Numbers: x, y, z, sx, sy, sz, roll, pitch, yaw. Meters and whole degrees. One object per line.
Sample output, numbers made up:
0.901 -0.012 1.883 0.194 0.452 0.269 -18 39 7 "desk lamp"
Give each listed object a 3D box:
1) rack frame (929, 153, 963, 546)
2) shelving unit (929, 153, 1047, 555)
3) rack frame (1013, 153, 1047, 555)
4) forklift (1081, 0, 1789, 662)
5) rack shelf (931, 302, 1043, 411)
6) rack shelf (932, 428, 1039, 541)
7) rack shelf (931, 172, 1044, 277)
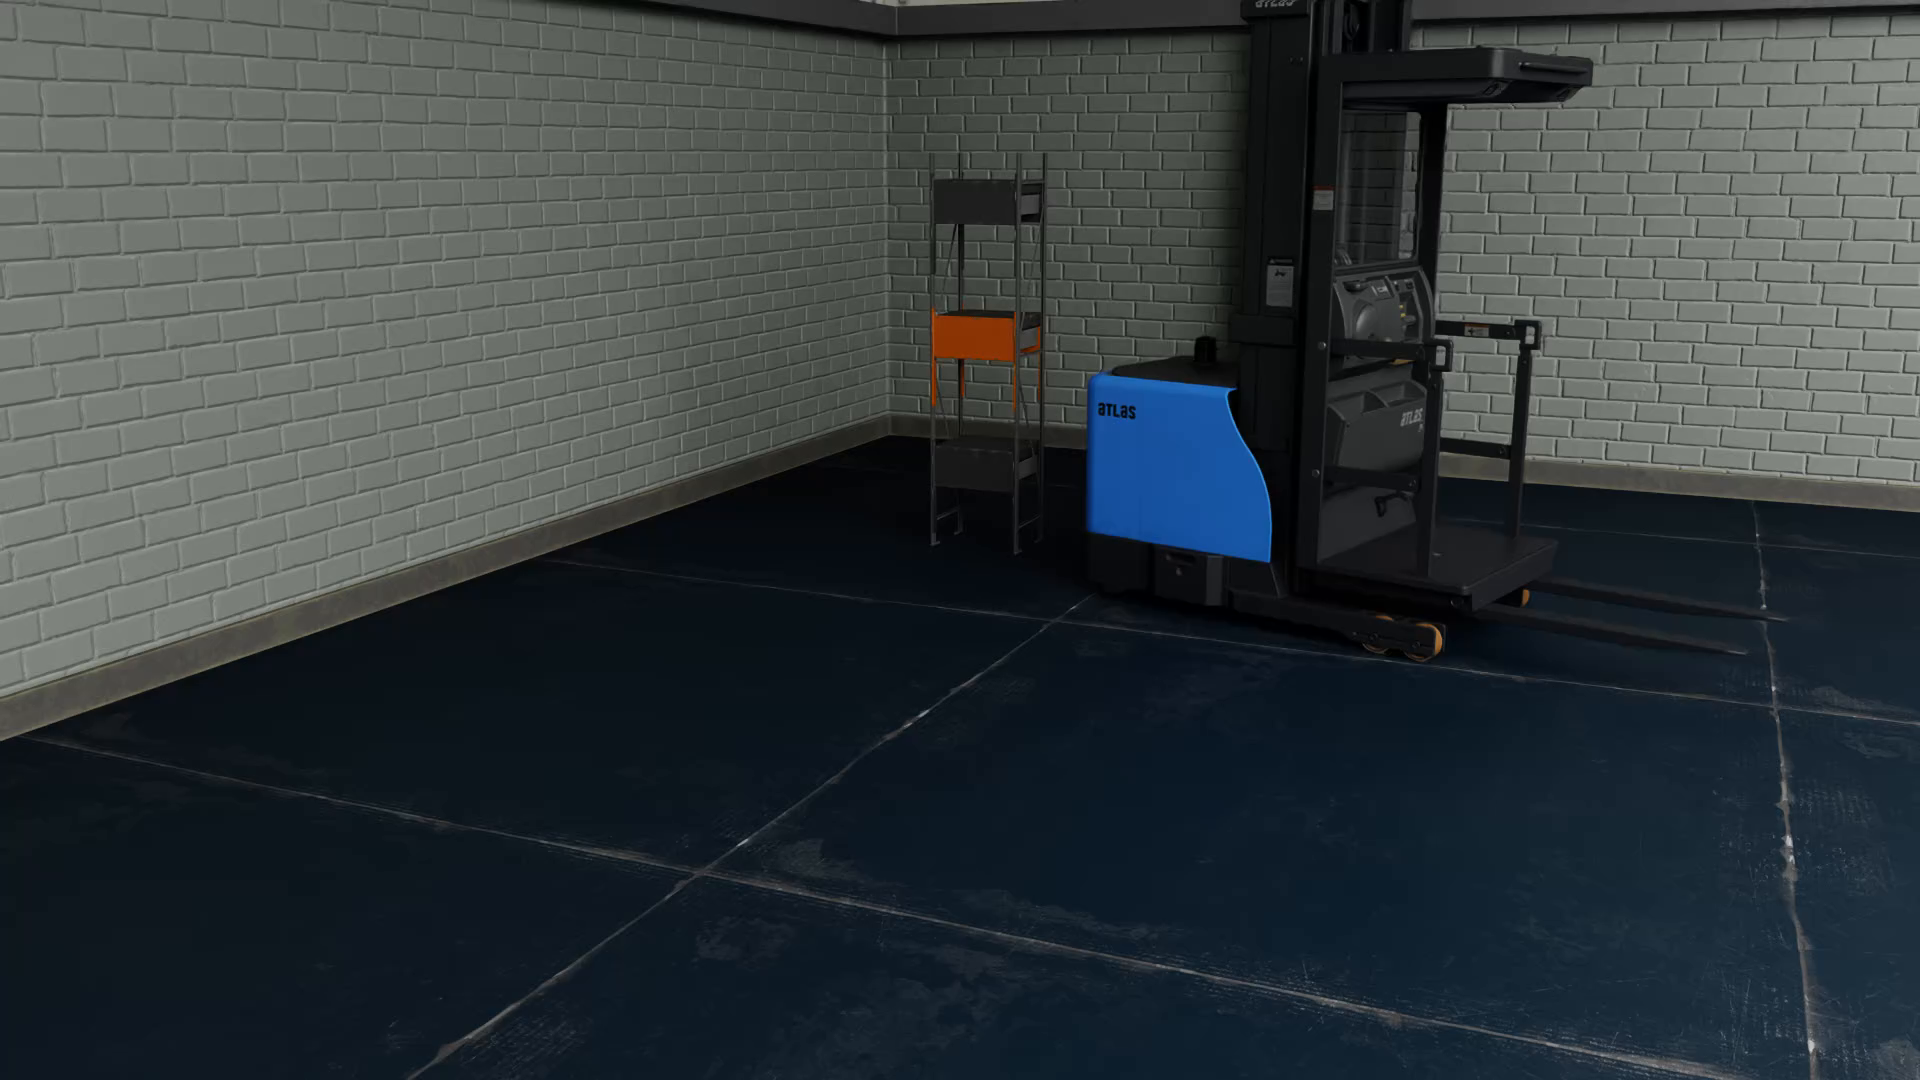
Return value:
-0.072 -1.029 9.046 0.015 2.100 0.400 6 14 23 "rack frame"
0.151 -1.007 8.950 0.503 2.100 0.431 6 14 23 "shelving unit"
0.374 -0.984 8.853 0.015 2.100 0.400 6 14 23 "rack frame"
2.058 -1.047 7.300 3.031 2.935 1.130 10 17 38 "forklift"
0.151 -0.994 8.953 0.480 0.518 0.431 6 14 23 "rack shelf"
0.151 -0.312 9.113 0.480 0.518 0.431 6 14 23 "rack shelf"
0.151 -1.675 8.793 0.480 0.518 0.431 6 14 23 "rack shelf"
